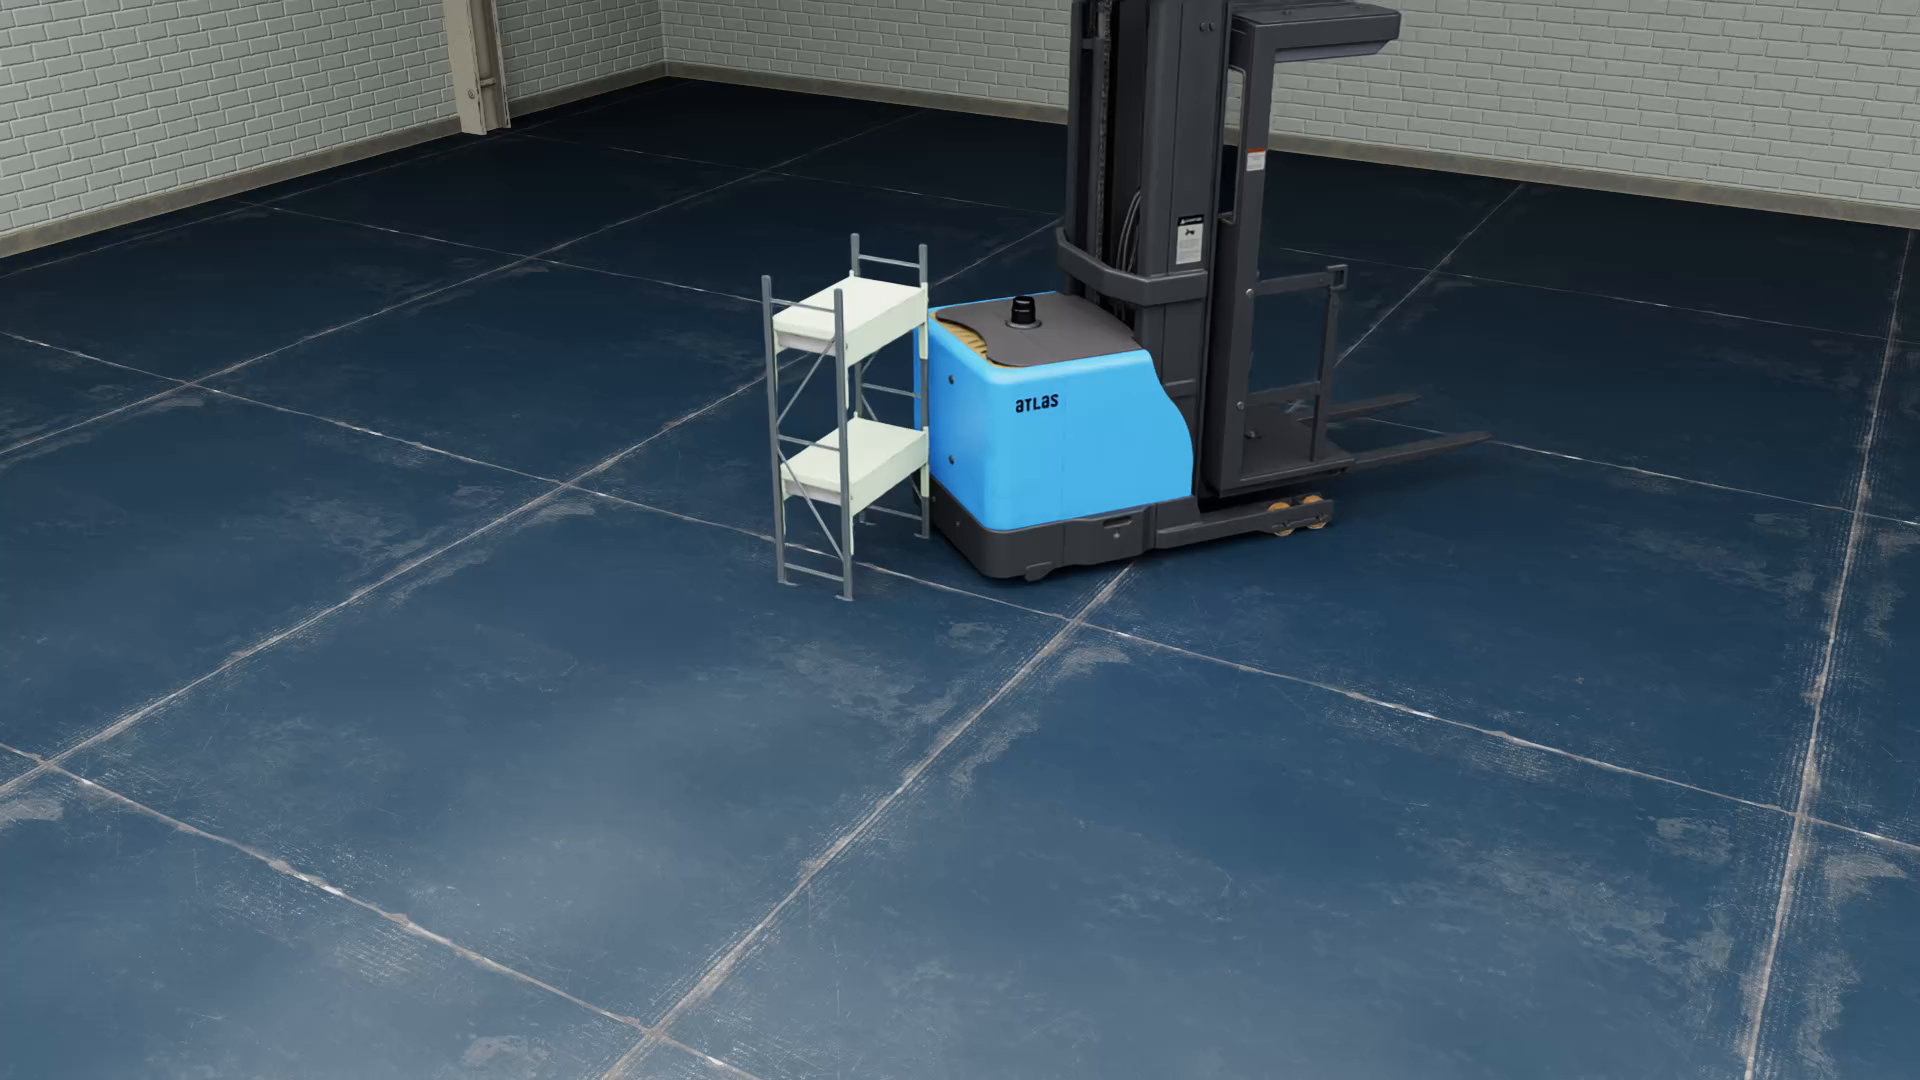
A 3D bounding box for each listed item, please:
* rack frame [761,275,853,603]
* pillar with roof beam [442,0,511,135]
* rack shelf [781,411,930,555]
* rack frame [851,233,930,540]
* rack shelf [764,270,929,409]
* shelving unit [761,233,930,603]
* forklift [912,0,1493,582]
[{"bbox_3d":[-0.675,-0.427,7.428,0.400,1.500,0.023,14,30,25],"label":"rack frame"},{"bbox_3d":[-0.898,-7.099,12.379,9.100,9.000,0.400,14,30,26],"label":"pillar with roof beam"},{"bbox_3d":[-0.502,-0.280,7.863,0.431,0.370,0.720,14,30,25],"label":"rack shelf"},{"bbox_3d":[-0.328,-0.716,8.005,0.400,1.500,0.023,14,30,25],"label":"rack frame"},{"bbox_3d":[-0.502,-0.921,7.542,0.431,0.370,0.720,14,30,25],"label":"rack shelf"},{"bbox_3d":[-0.502,-0.572,7.717,0.431,1.500,0.755,14,30,25],"label":"shelving unit"},{"bbox_3d":[1.322,-1.535,8.043,3.031,2.935,1.130,-11,29,-21],"label":"forklift"}]
